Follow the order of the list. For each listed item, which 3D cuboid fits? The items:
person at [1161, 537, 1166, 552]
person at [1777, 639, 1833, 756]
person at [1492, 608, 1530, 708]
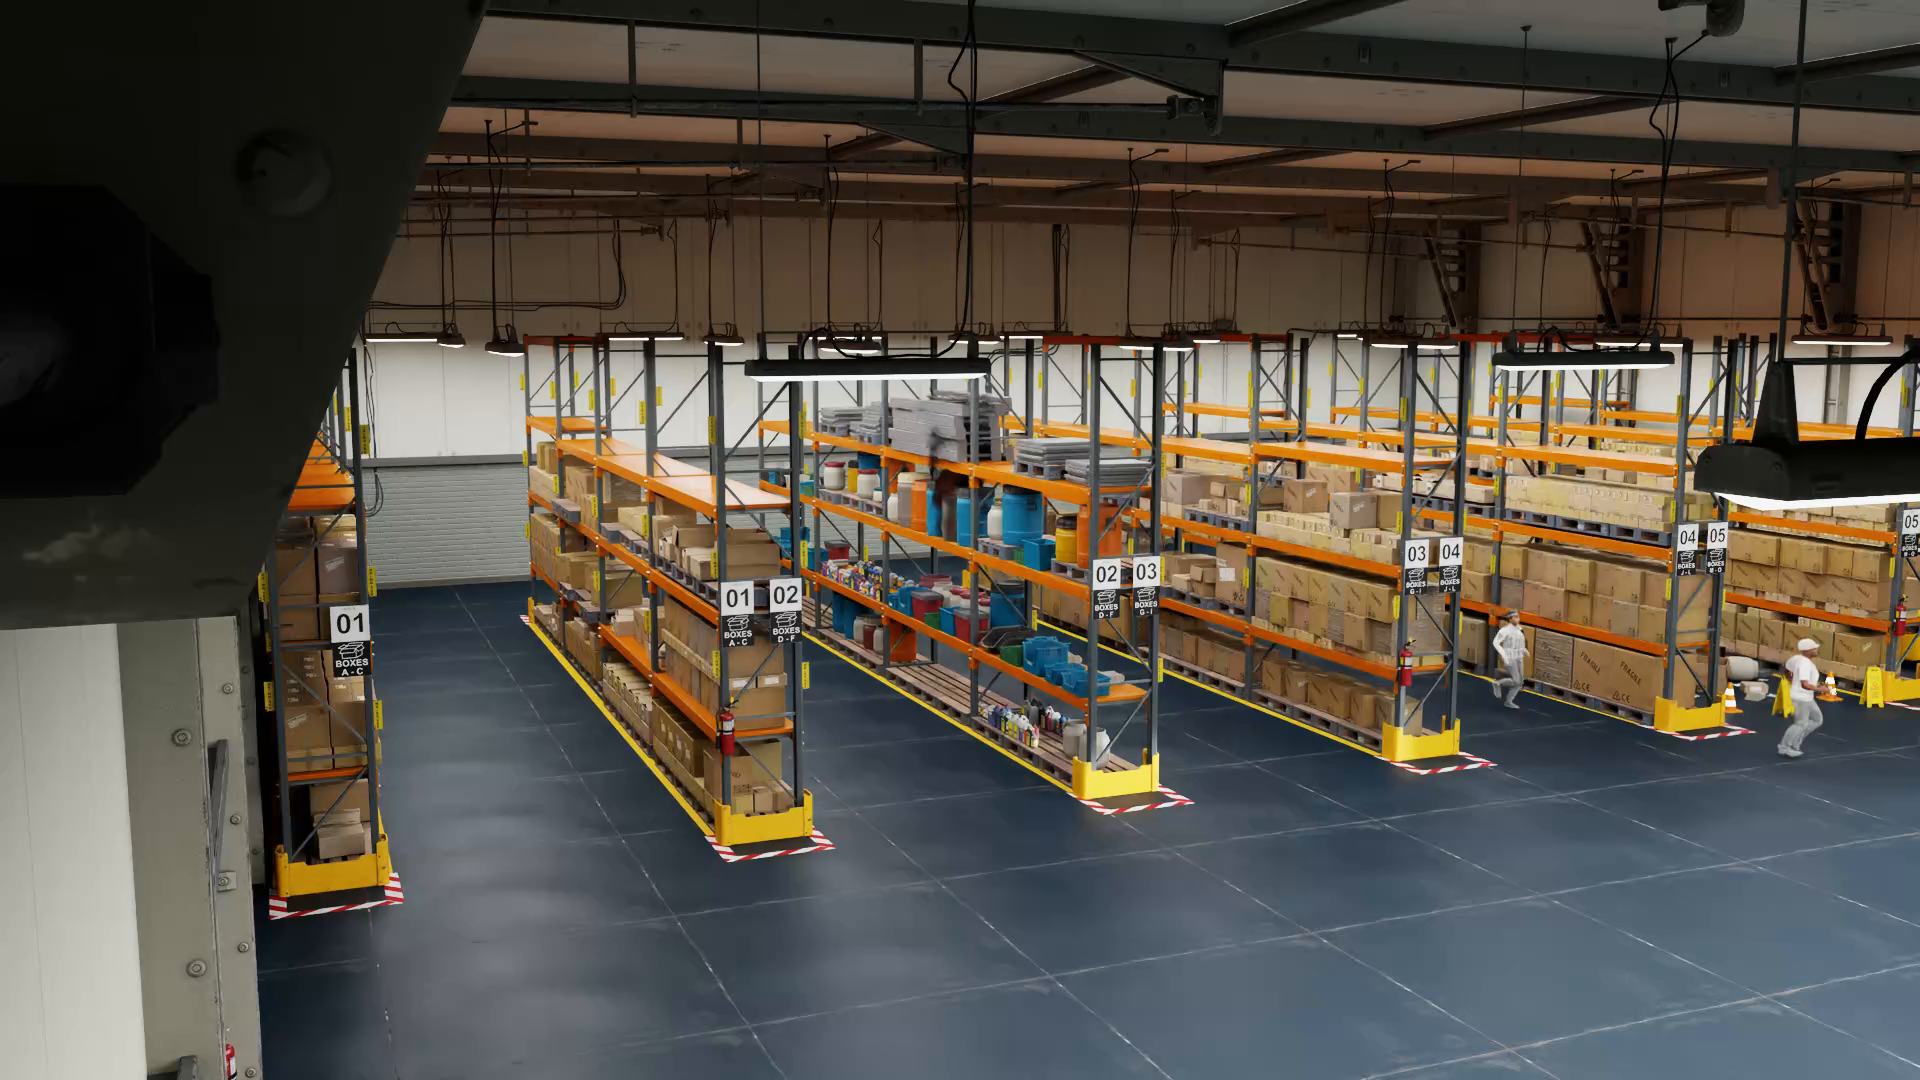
[{"bbox_3d":[4.409,0.489,37.826,0.587,1.684,0.934,-2,8,-14],"label":"person"},{"bbox_3d":[12.201,2.288,23.981,0.657,1.754,0.700,4,8,25],"label":"person"},{"bbox_3d":[9.014,1.923,27.076,0.614,1.646,0.497,-5,9,-31],"label":"person"}]
